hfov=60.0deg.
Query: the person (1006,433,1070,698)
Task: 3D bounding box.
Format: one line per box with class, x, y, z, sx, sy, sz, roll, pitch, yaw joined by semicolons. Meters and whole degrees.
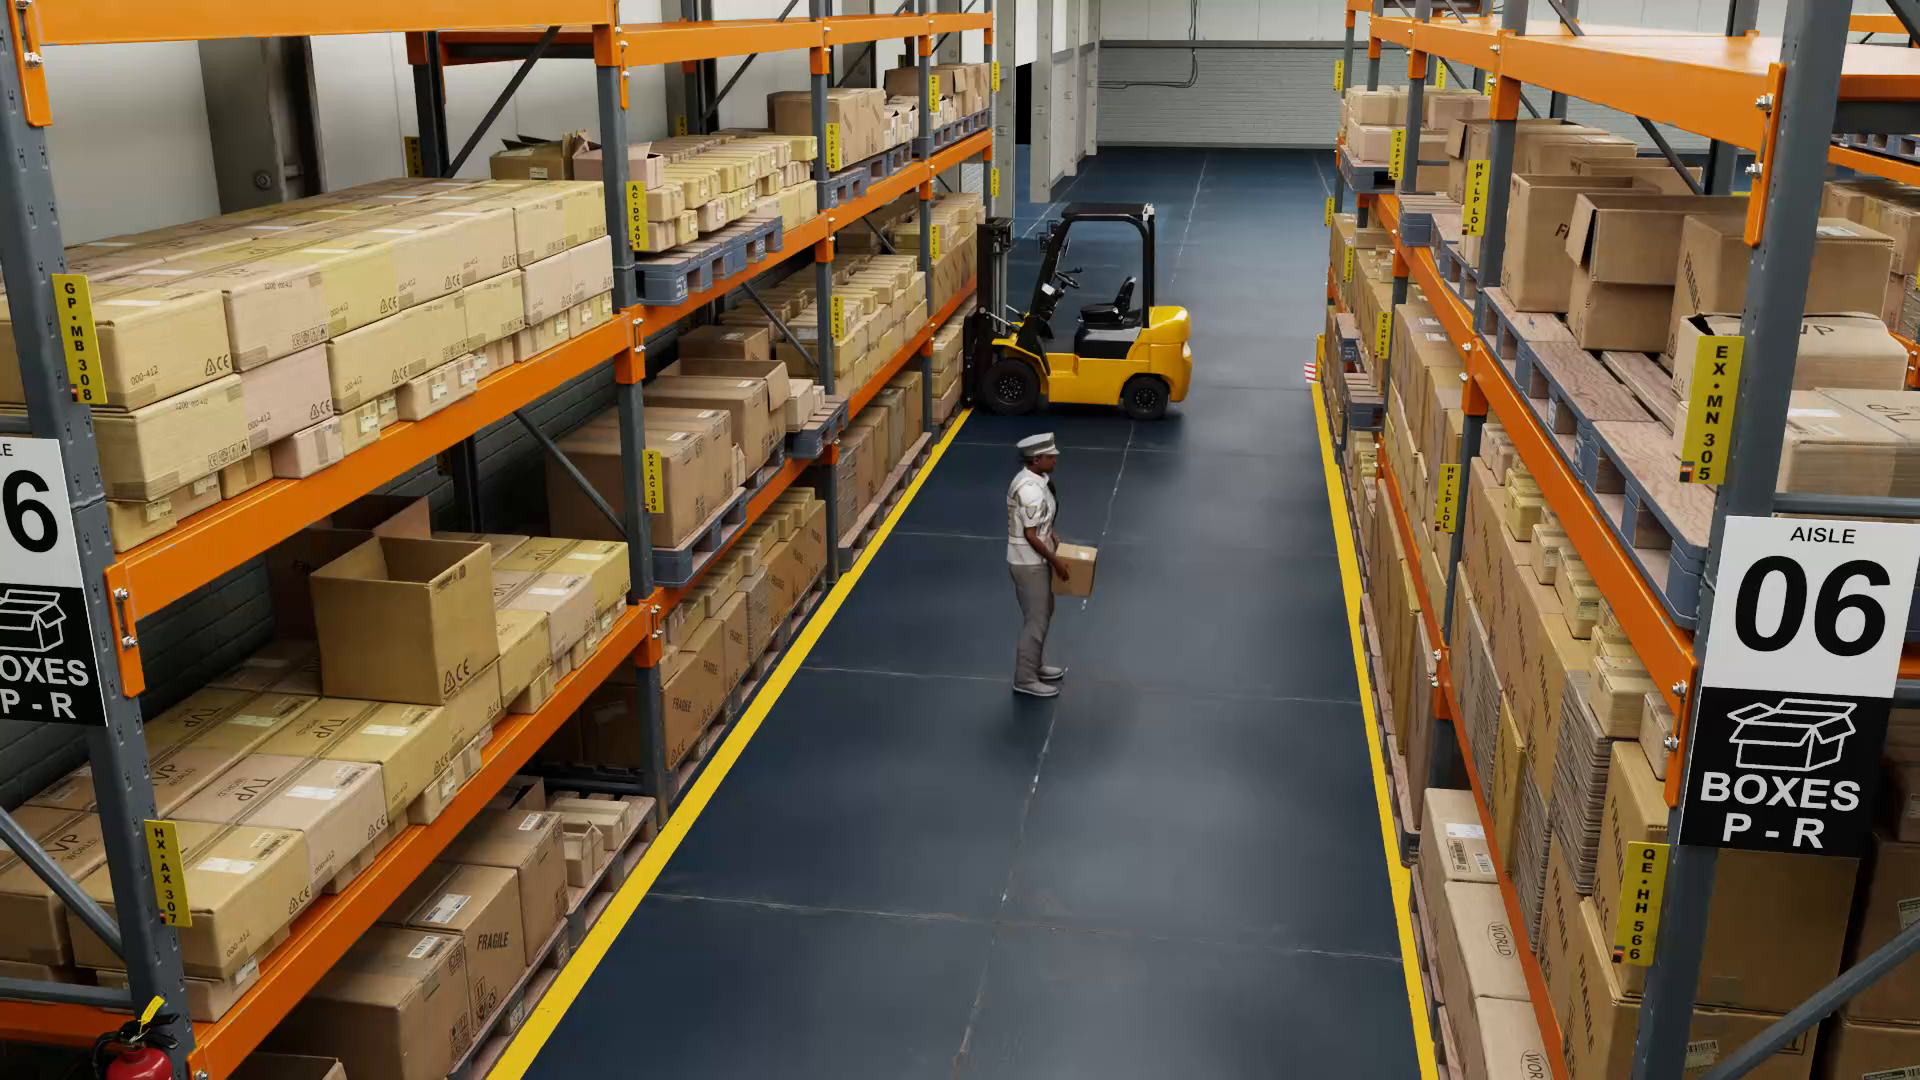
person;0.510;0.138;10.596;0.429;1.680;0.479;3;18;9
